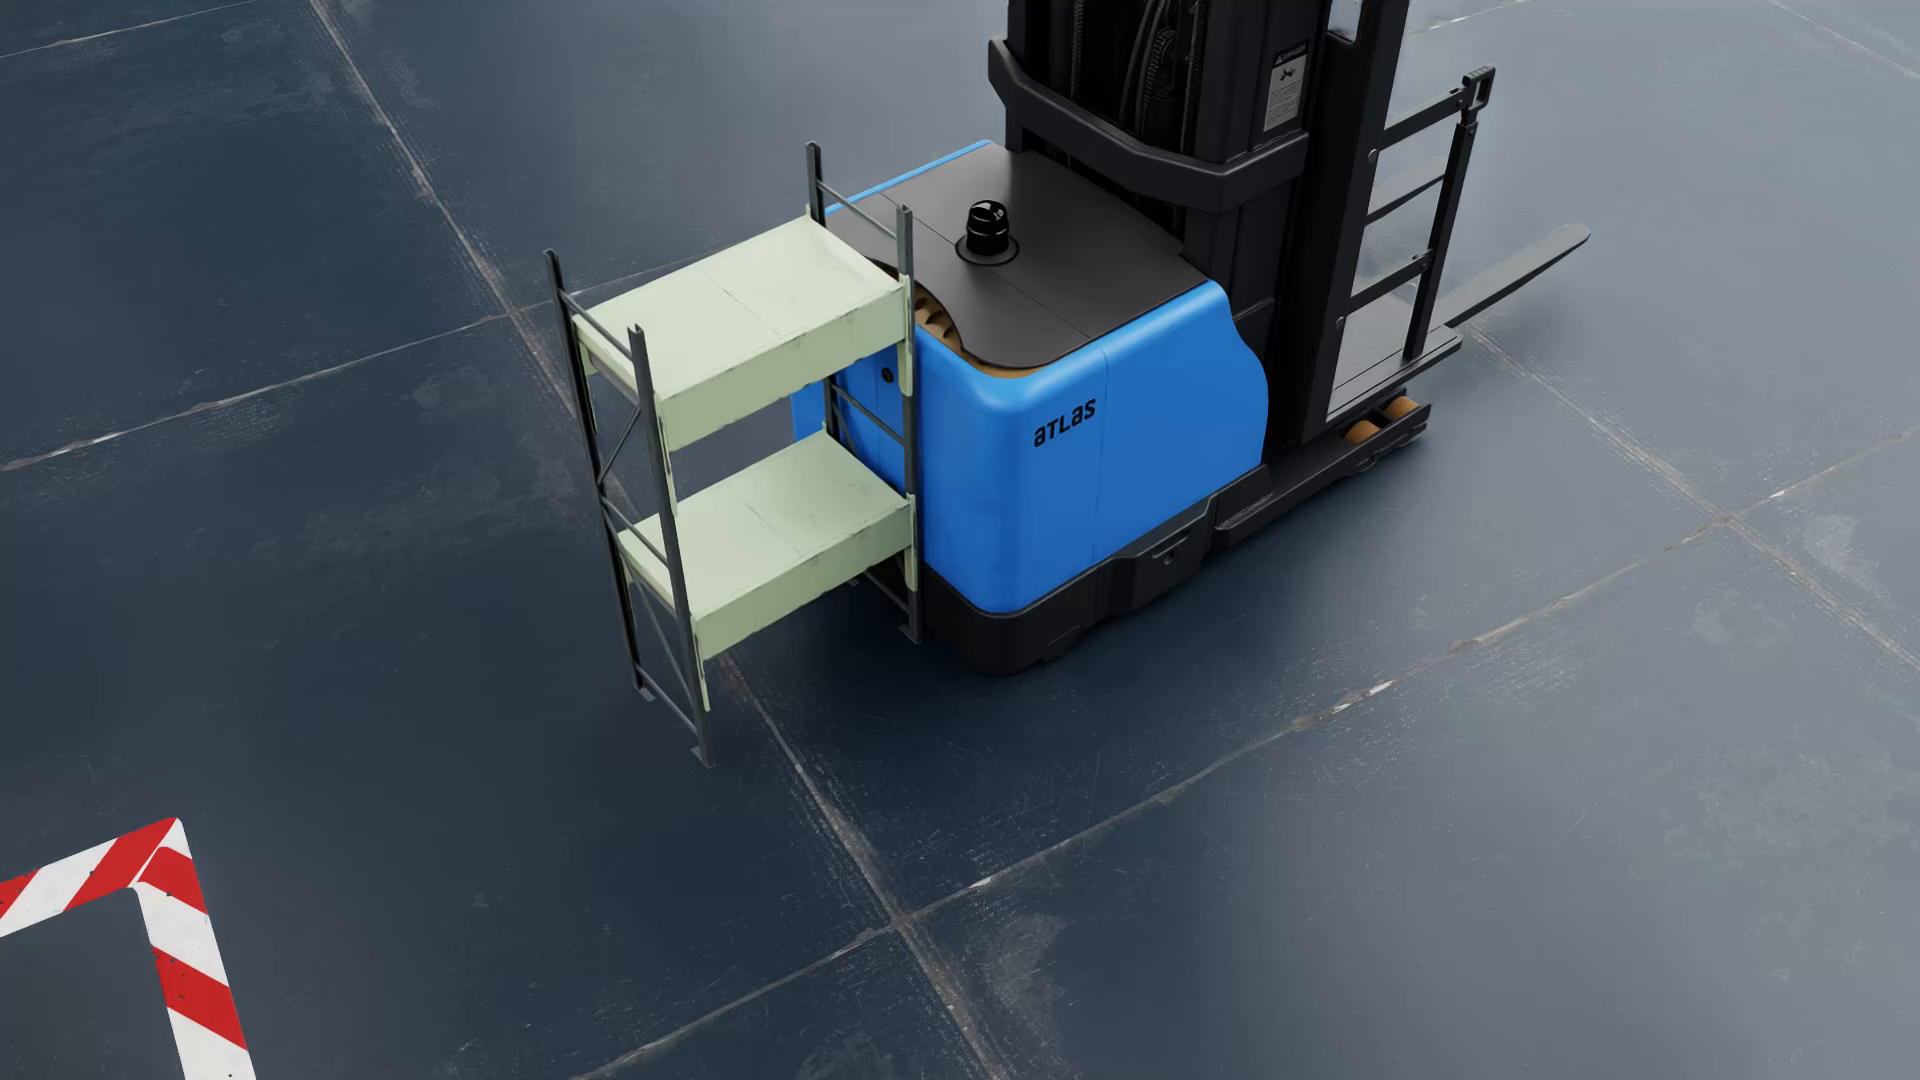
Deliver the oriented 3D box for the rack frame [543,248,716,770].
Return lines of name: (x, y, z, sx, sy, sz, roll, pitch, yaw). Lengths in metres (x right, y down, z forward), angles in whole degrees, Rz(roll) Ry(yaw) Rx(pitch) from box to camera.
rack frame: (-0.812, -0.014, 4.187, 0.023, 1.500, 0.400, -30, 51, -27)

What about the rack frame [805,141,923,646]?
rack frame: (-0.247, -0.337, 4.521, 0.023, 1.500, 0.400, -30, 51, -27)

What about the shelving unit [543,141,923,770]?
shelving unit: (-0.529, -0.175, 4.354, 0.755, 1.500, 0.431, -30, 51, -27)

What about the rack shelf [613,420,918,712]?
rack shelf: (-0.529, 0.058, 4.581, 0.720, 0.370, 0.431, -30, 51, -27)

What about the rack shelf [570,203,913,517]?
rack shelf: (-0.529, -0.456, 4.082, 0.720, 0.370, 0.431, -30, 51, -27)

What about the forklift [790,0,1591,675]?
forklift: (0.936, -1.535, 4.727, 3.031, 2.935, 1.130, -30, 51, -27)
